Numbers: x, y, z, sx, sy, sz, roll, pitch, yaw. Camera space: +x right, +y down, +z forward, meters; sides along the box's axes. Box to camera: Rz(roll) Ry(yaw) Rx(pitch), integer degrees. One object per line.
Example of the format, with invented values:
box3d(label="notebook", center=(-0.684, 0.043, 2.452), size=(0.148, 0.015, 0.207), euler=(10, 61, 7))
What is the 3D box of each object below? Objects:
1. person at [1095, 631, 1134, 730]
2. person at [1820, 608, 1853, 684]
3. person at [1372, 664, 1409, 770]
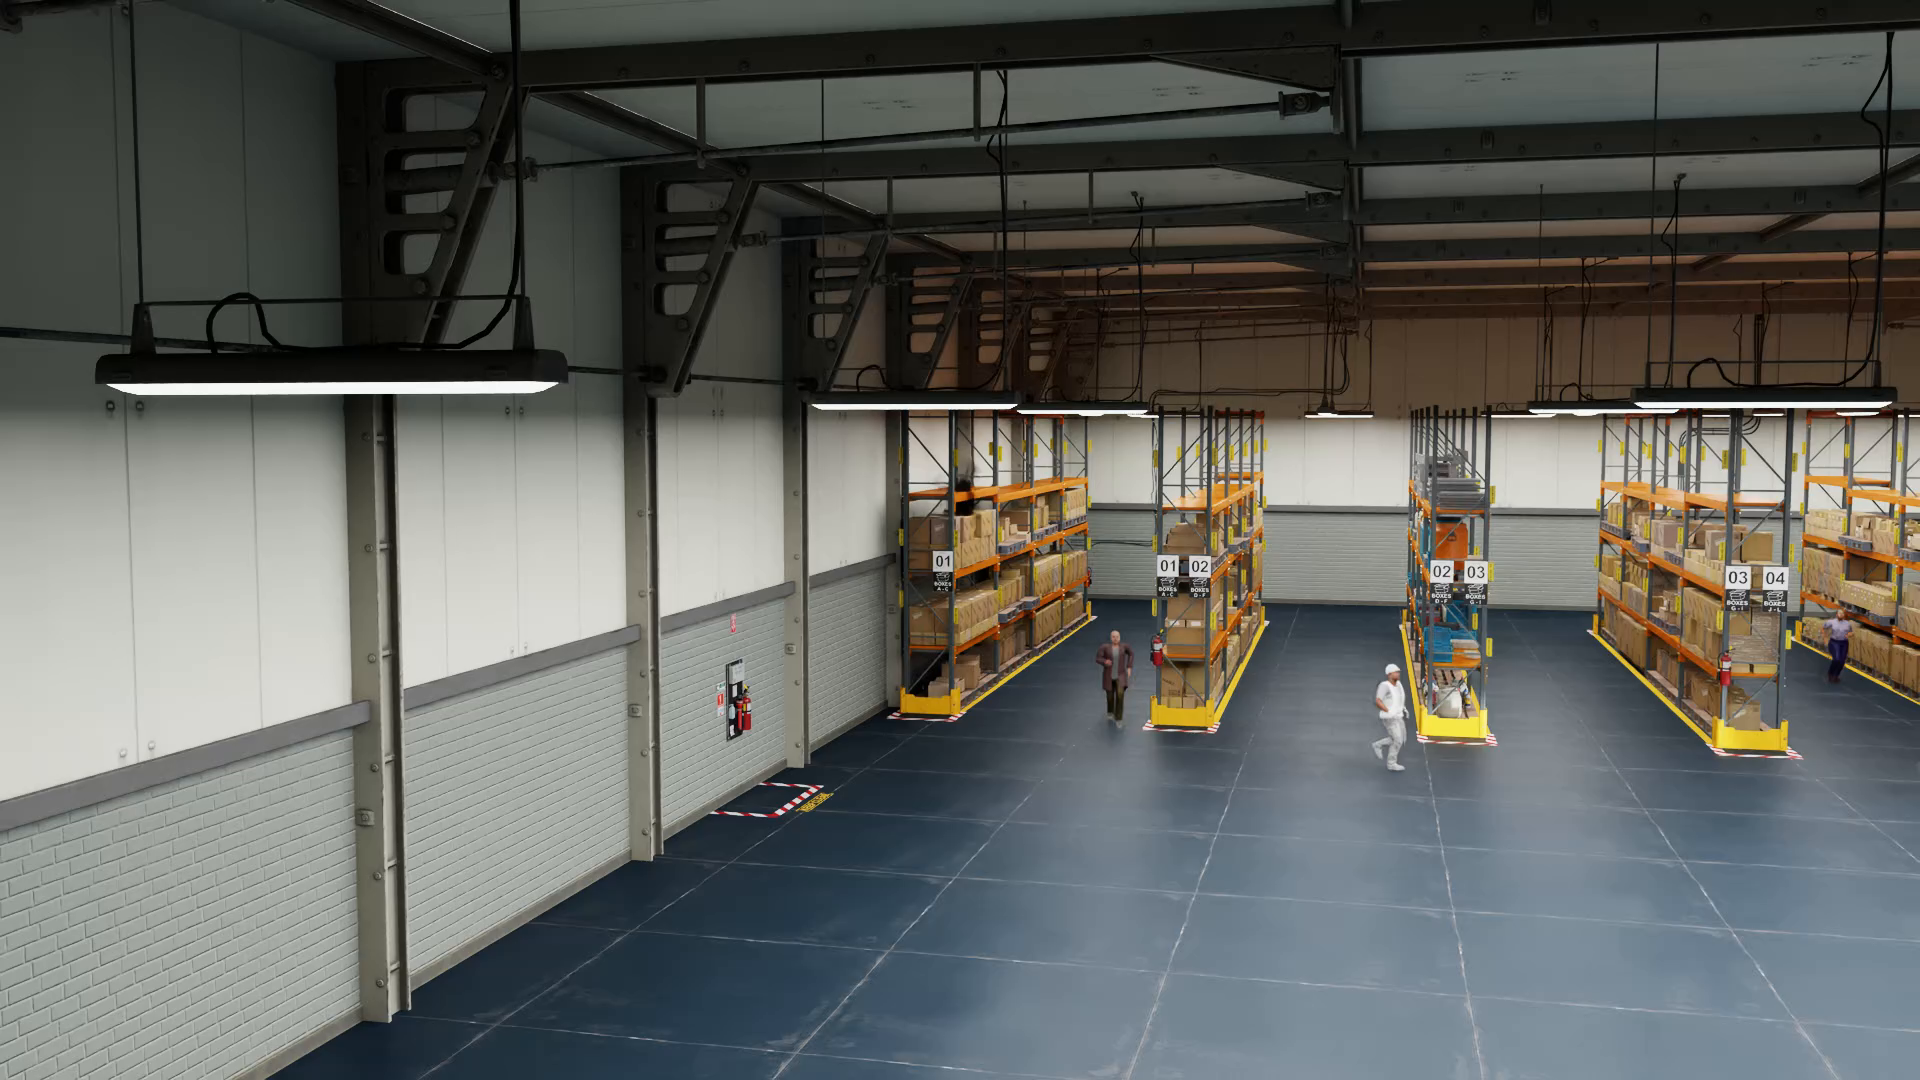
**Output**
box3d(label="person", center=(2.902, 2.599, 31.285), size=(0.729, 1.816, 0.993), euler=(0, 4, 4))
box3d(label="person", center=(19.123, 2.311, 36.187), size=(0.578, 1.641, 0.660), euler=(0, 4, 4))
box3d(label="person", center=(7.046, 2.897, 27.286), size=(0.608, 1.739, 0.730), euler=(4, 5, 42))
